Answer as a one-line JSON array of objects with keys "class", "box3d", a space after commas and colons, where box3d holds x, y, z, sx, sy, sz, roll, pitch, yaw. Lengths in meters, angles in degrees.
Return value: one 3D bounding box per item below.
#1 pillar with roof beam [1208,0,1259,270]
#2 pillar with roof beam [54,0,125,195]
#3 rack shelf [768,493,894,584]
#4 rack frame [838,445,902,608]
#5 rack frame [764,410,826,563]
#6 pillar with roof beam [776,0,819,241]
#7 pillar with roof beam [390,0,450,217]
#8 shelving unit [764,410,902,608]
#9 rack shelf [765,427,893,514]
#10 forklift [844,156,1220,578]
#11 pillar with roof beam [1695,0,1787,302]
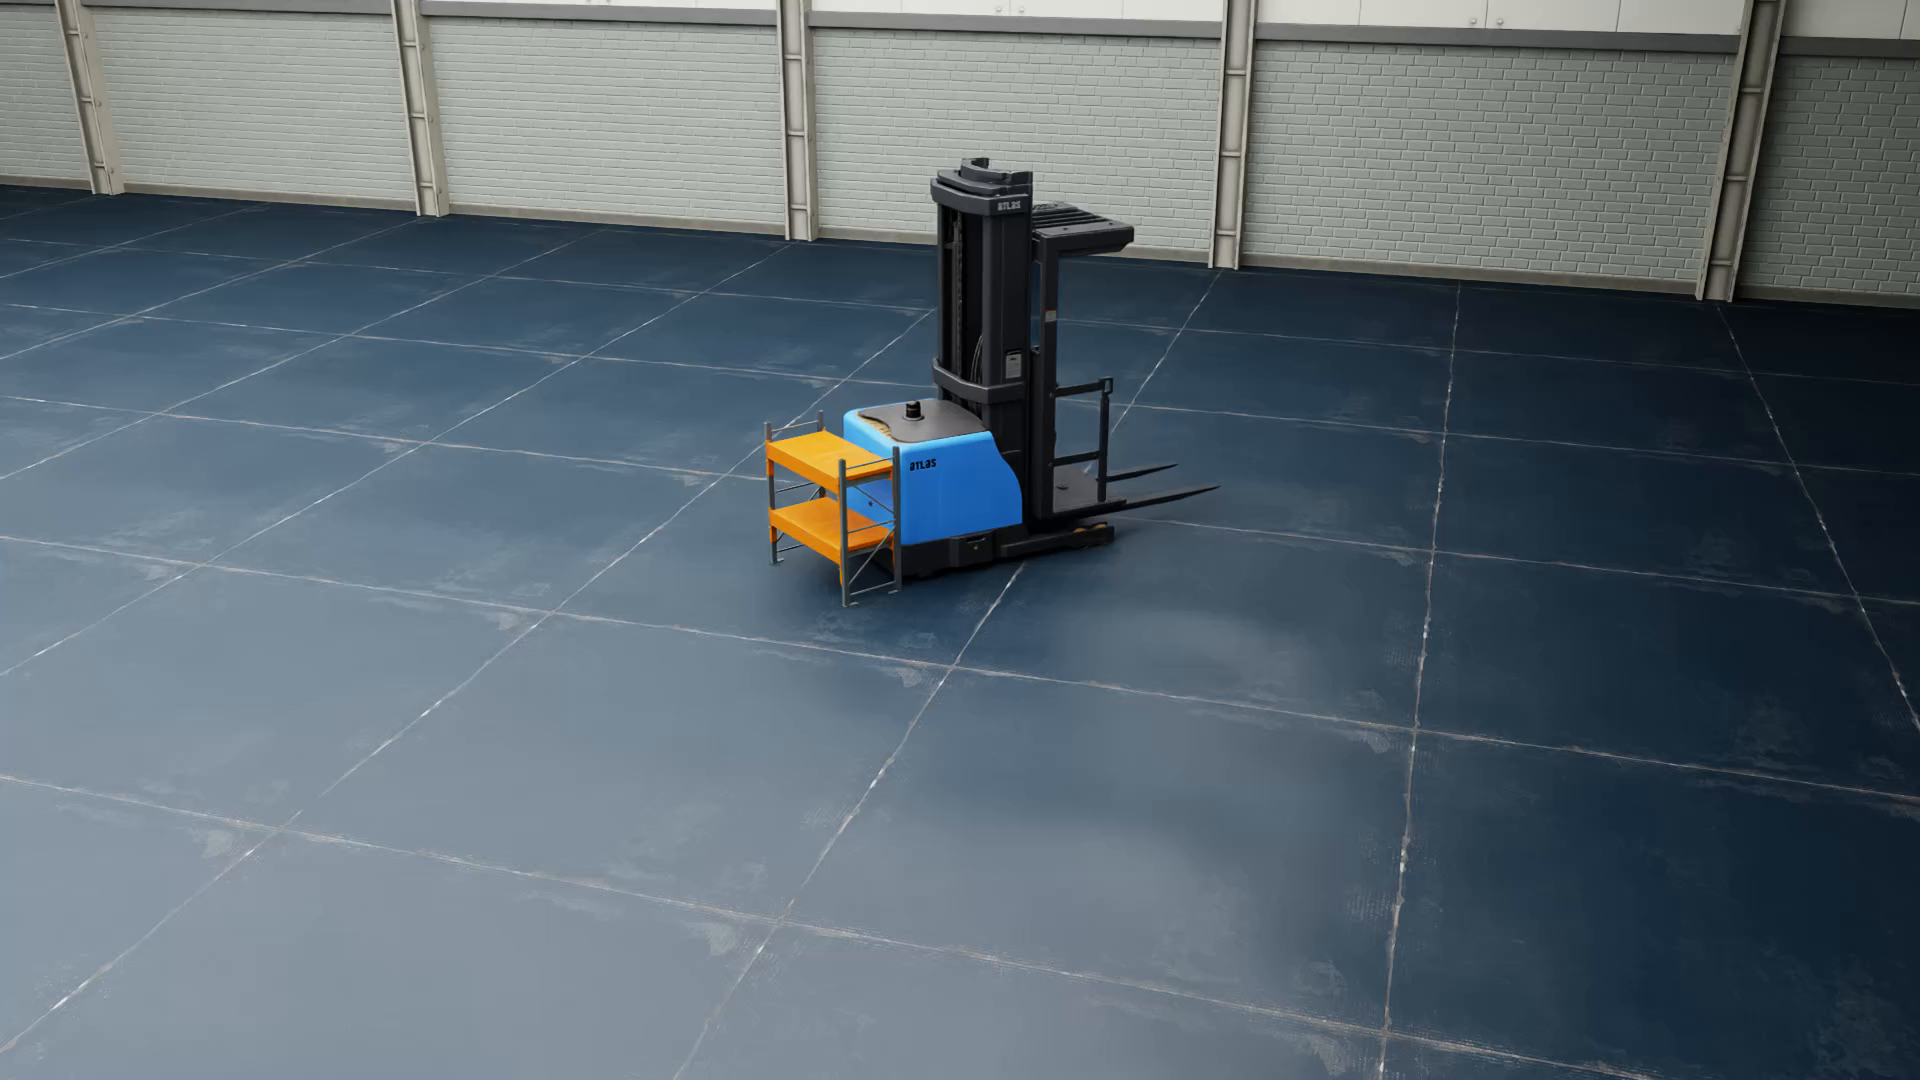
[{"class": "pillar with roof beam", "box3d": [2.264, -6.228, 16.500, 0.400, 9.000, 9.100, 7, 23, 16]}, {"class": "pillar with roof beam", "box3d": [-14.969, -8.201, 21.311, 0.400, 9.000, 9.100, 7, 23, 16]}, {"class": "rack shelf", "box3d": [-0.942, -0.022, 12.391, 0.538, 0.278, 1.000, -16, 27, -33]}, {"class": "rack frame", "box3d": [-0.639, -0.093, 11.921, 0.500, 1.125, 0.032, -16, 27, -33]}, {"class": "rack frame", "box3d": [-1.245, -0.403, 12.676, 0.500, 1.125, 0.032, -16, 27, -33]}, {"class": "pillar with roof beam", "box3d": [-3.480, -6.886, 18.104, 0.400, 9.000, 9.100, 7, 23, 16]}, {"class": "pillar with roof beam", "box3d": [-9.224, -7.543, 19.707, 0.400, 9.000, 9.100, 7, 23, 16]}, {"class": "shelving unit", "box3d": [-0.942, -0.248, 12.298, 0.538, 1.125, 1.048, -16, 27, -33]}, {"class": "rack shelf", "box3d": [-0.942, -0.519, 12.187, 0.538, 0.278, 1.000, -16, 27, -33]}, {"class": "forklift", "box3d": [0.644, -1.448, 12.843, 3.031, 2.935, 1.130, -11, 25, -25]}, {"class": "pillar with roof beam", "box3d": [8.008, -5.570, 14.897, 0.400, 9.000, 9.100, 7, 23, 16]}]
